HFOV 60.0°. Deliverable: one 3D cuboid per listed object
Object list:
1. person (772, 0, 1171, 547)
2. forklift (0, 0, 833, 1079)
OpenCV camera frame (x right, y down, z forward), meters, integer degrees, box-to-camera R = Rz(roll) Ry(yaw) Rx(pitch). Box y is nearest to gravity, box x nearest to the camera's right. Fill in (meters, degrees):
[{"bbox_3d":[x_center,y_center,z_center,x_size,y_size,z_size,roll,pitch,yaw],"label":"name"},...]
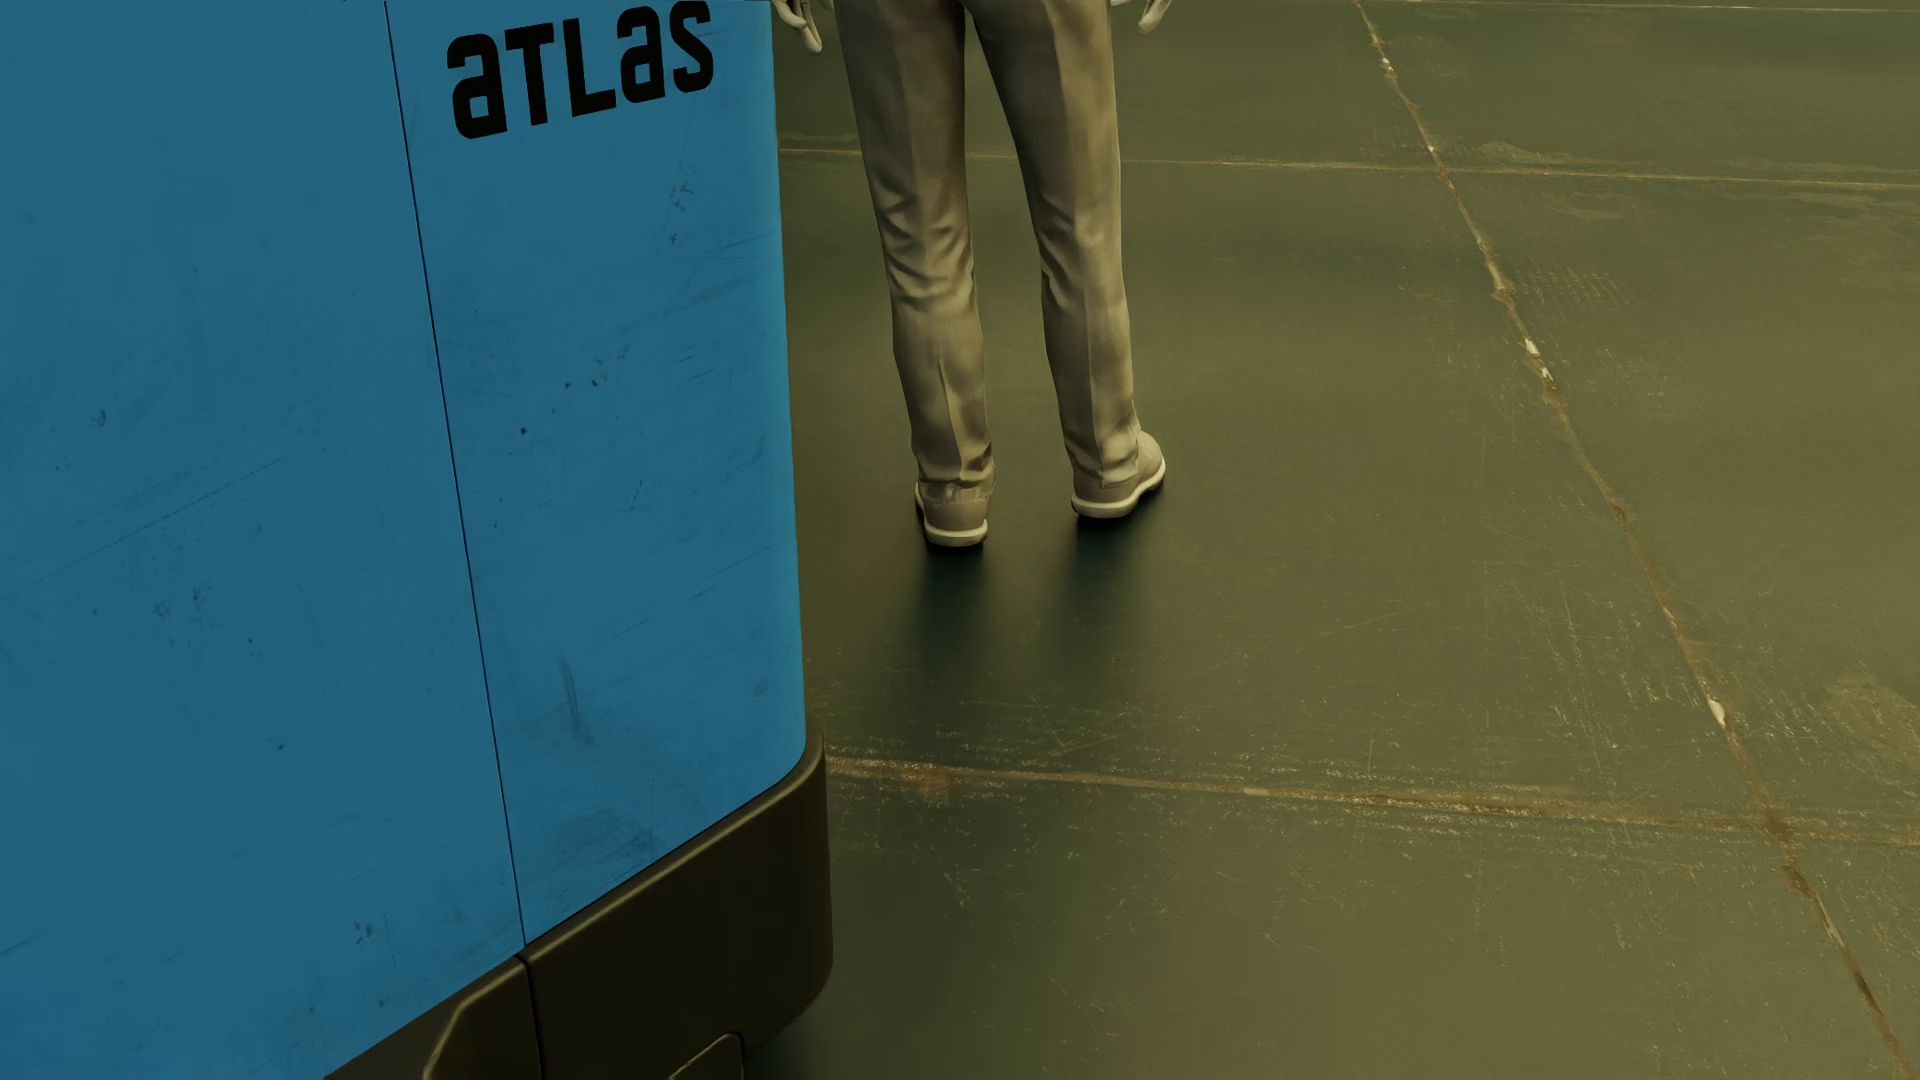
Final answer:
[{"bbox_3d":[0.015,-0.794,2.177,0.588,1.697,0.533,3,27,7],"label":"person"},{"bbox_3d":[-1.427,-0.478,0.174,1.130,2.935,3.031,19,32,34],"label":"forklift"}]
